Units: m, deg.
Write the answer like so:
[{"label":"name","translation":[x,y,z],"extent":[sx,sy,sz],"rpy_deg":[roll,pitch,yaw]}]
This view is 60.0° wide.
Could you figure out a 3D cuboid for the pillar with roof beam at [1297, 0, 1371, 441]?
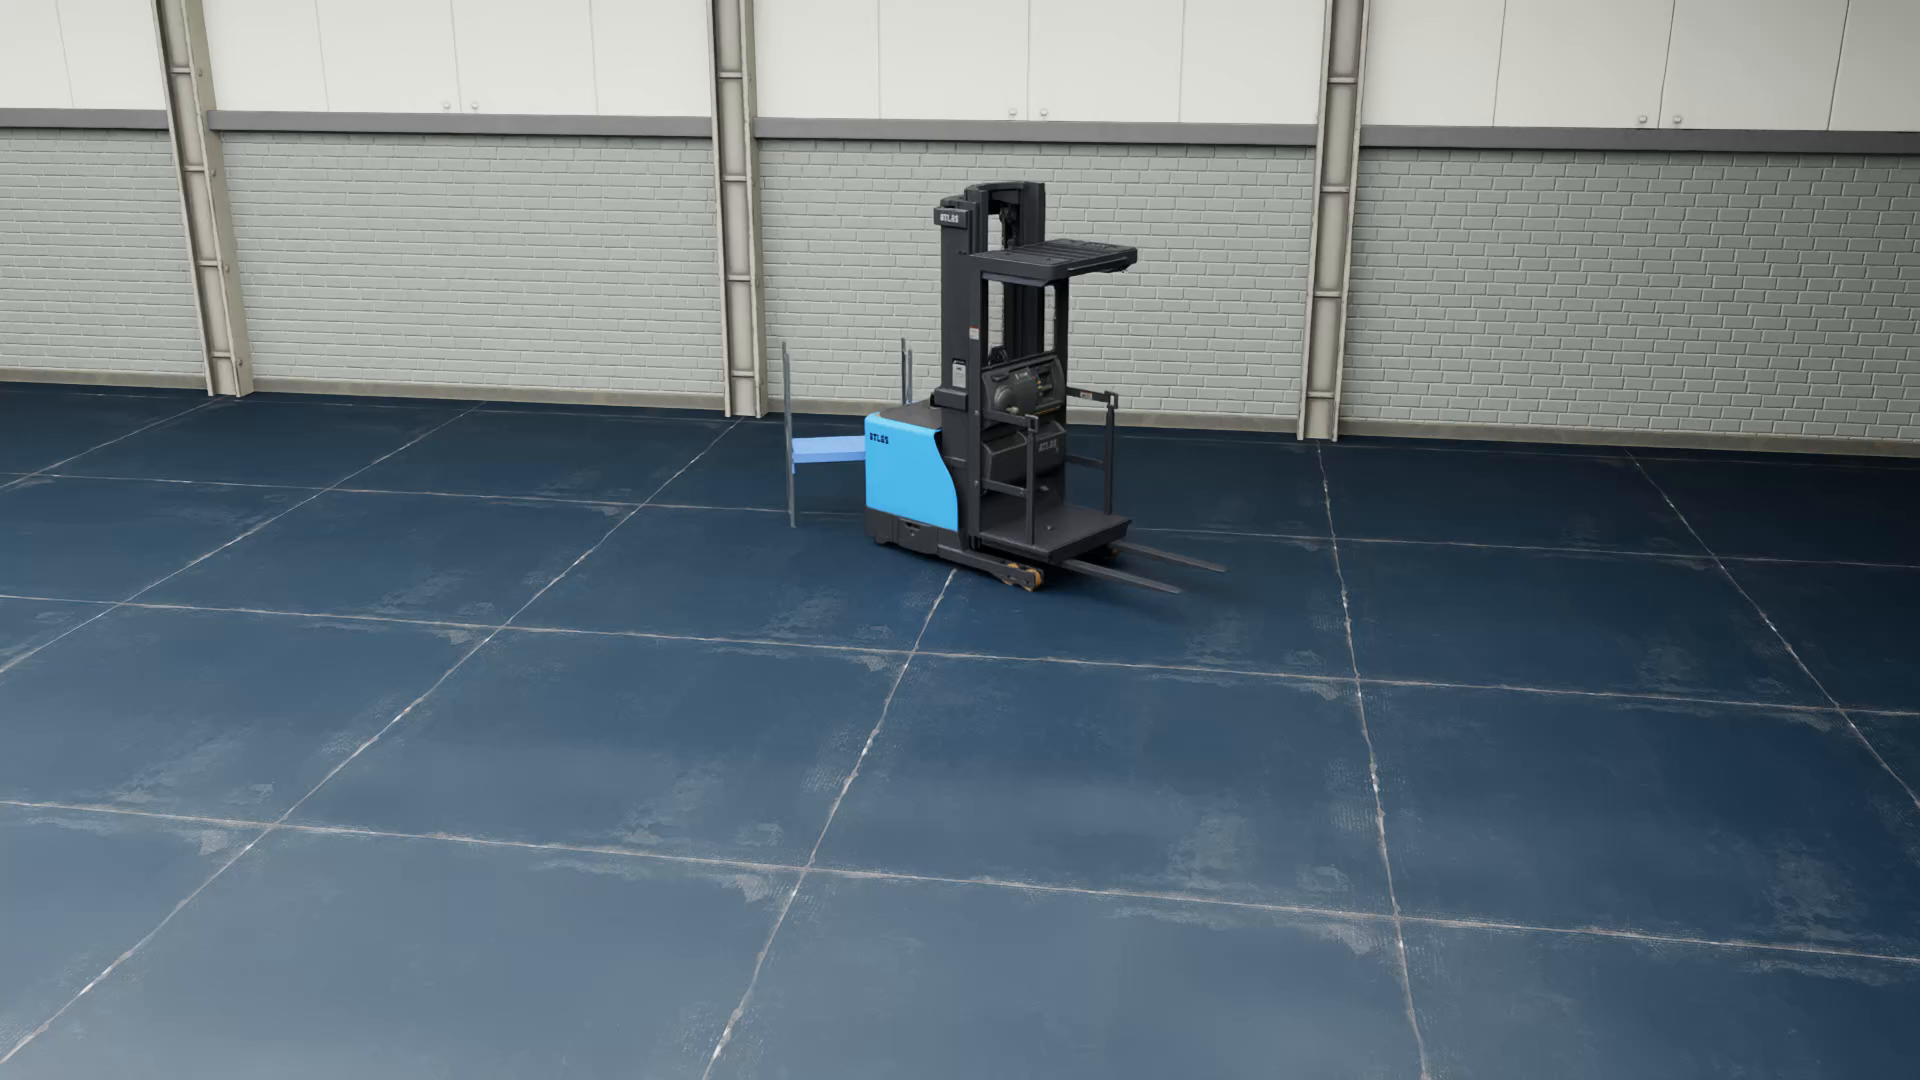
[{"label":"pillar with roof beam","translation":[2.955,-3.972,11.492],"extent":[0.400,9.000,9.100],"rpy_deg":[3,19,9]}]

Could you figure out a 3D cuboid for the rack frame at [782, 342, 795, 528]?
[{"label":"rack frame","translation":[-1.455,-0.893,14.109],"extent":[0.032,1.500,0.500],"rpy_deg":[-3,19,-9]}]

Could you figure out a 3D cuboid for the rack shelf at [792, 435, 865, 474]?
[{"label":"rack shelf","translation":[-0.953,-0.748,14.242],"extent":[1.000,0.185,0.538],"rpy_deg":[-3,19,-9]}]

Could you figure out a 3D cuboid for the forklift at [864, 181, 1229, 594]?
[{"label":"forklift","translation":[0.655,-1.191,12.744],"extent":[3.031,2.935,1.130],"rpy_deg":[15,24,39]}]

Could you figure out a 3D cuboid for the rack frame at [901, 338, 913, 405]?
[{"label":"rack frame","translation":[-0.451,-0.944,14.260],"extent":[0.032,1.500,0.500],"rpy_deg":[-3,19,-9]}]

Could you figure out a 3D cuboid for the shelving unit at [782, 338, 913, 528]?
[{"label":"shelving unit","translation":[-0.953,-0.919,14.185],"extent":[1.048,1.500,0.538],"rpy_deg":[-3,19,-9]}]

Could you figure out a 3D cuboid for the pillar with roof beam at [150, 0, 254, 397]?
[{"label":"pillar with roof beam","translation":[-8.893,-4.576,13.297],"extent":[0.400,9.000,9.100],"rpy_deg":[3,19,9]}]

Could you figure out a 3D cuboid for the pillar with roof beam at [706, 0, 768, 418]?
[{"label":"pillar with roof beam","translation":[-2.969,-4.274,12.394],"extent":[0.400,9.000,9.100],"rpy_deg":[3,19,9]}]
